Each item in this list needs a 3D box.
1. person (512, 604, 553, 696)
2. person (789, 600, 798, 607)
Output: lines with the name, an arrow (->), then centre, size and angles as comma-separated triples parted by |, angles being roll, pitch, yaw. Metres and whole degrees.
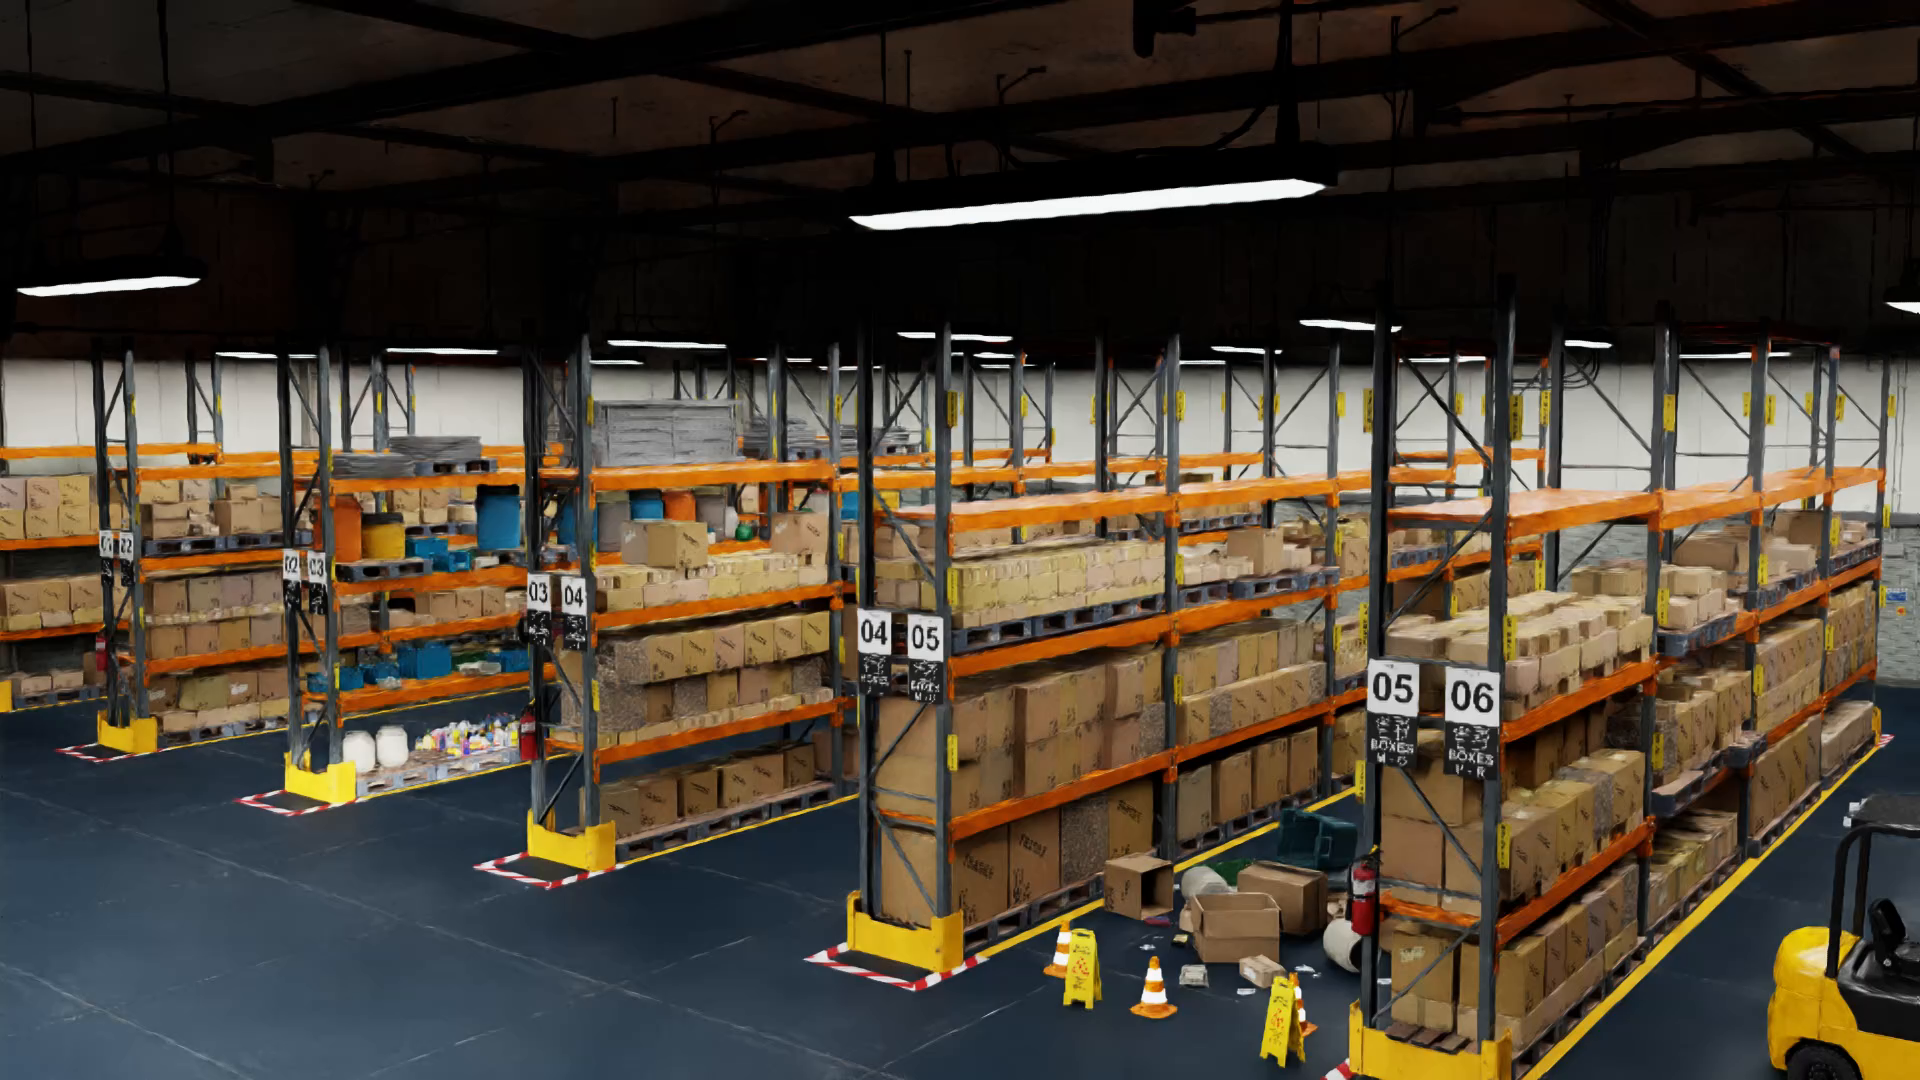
person -> -7.209, 1.929, 28.155 | 0.683, 1.568, 0.837 | 2, 5, 21
person -> -3.276, 1.584, 31.350 | 0.677, 1.726, 0.574 | 4, 6, 36
